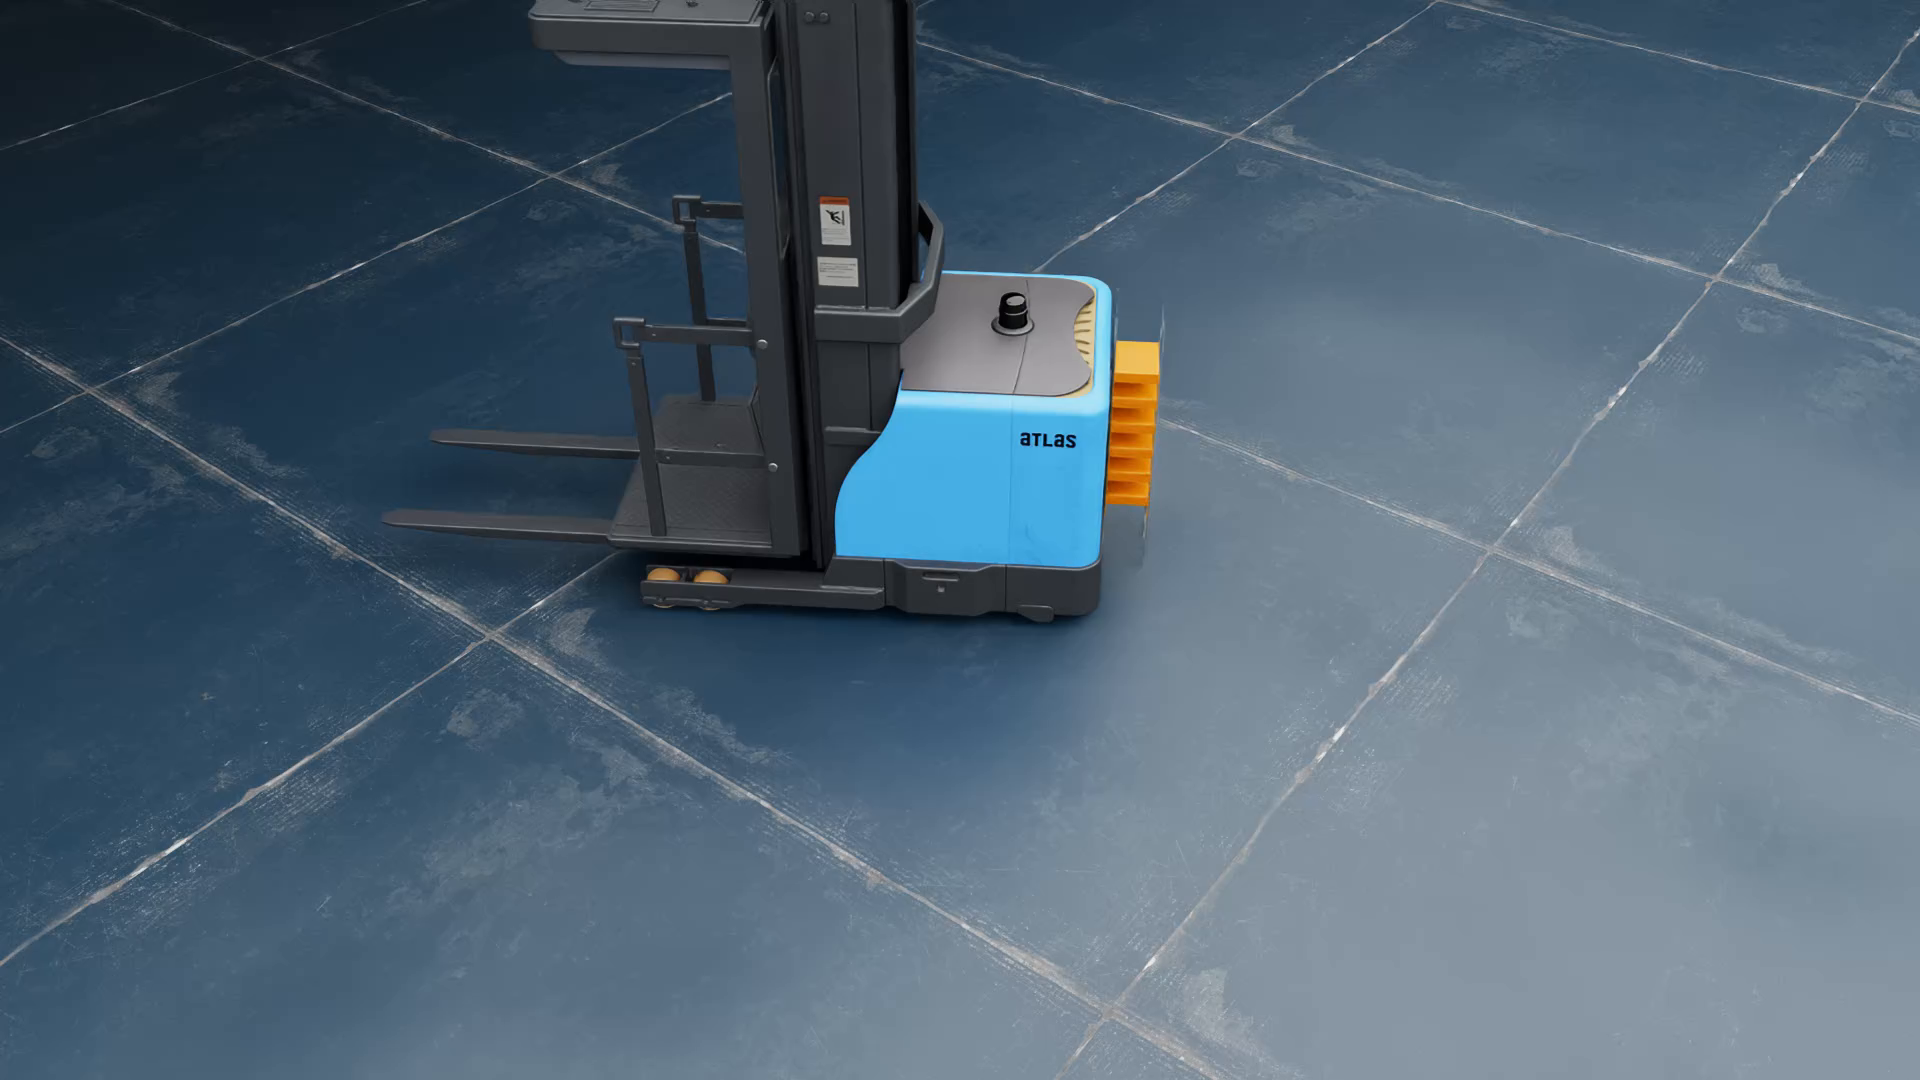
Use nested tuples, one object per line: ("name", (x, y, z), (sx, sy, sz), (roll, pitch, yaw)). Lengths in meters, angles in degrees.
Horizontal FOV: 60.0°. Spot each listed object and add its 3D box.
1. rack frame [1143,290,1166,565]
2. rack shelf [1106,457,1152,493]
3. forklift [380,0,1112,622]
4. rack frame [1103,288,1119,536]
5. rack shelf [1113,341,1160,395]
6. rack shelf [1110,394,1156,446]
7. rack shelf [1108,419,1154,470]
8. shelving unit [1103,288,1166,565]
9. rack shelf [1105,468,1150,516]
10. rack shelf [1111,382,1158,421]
("rack frame", (0.797, -0.439, 6.837), (0.006, 1.200, 0.240), (3, 38, 4))
("rack shelf", (0.706, -0.314, 6.944), (0.180, 0.103, 0.258), (3, 38, 4))
("forklift", (-0.904, -1.184, 6.385), (3.031, 2.935, 1.130), (3, 38, 4))
("rack frame", (0.614, -0.448, 6.849), (0.006, 1.200, 0.240), (3, 38, 4))
("rack shelf", (0.706, -0.692, 6.648), (0.180, 0.103, 0.258), (3, 38, 4))
("rack shelf", (0.706, -0.503, 6.796), (0.180, 0.103, 0.258), (3, 38, 4))
("rack shelf", (0.706, -0.408, 6.870), (0.180, 0.103, 0.258), (3, 38, 4))
("shelving unit", (0.706, -0.443, 6.843), (0.189, 1.200, 0.258), (3, 38, 4))
("rack shelf", (0.706, -0.219, 7.018), (0.180, 0.103, 0.258), (3, 38, 4))
("rack shelf", (0.706, -0.597, 6.722), (0.180, 0.103, 0.258), (3, 38, 4))
